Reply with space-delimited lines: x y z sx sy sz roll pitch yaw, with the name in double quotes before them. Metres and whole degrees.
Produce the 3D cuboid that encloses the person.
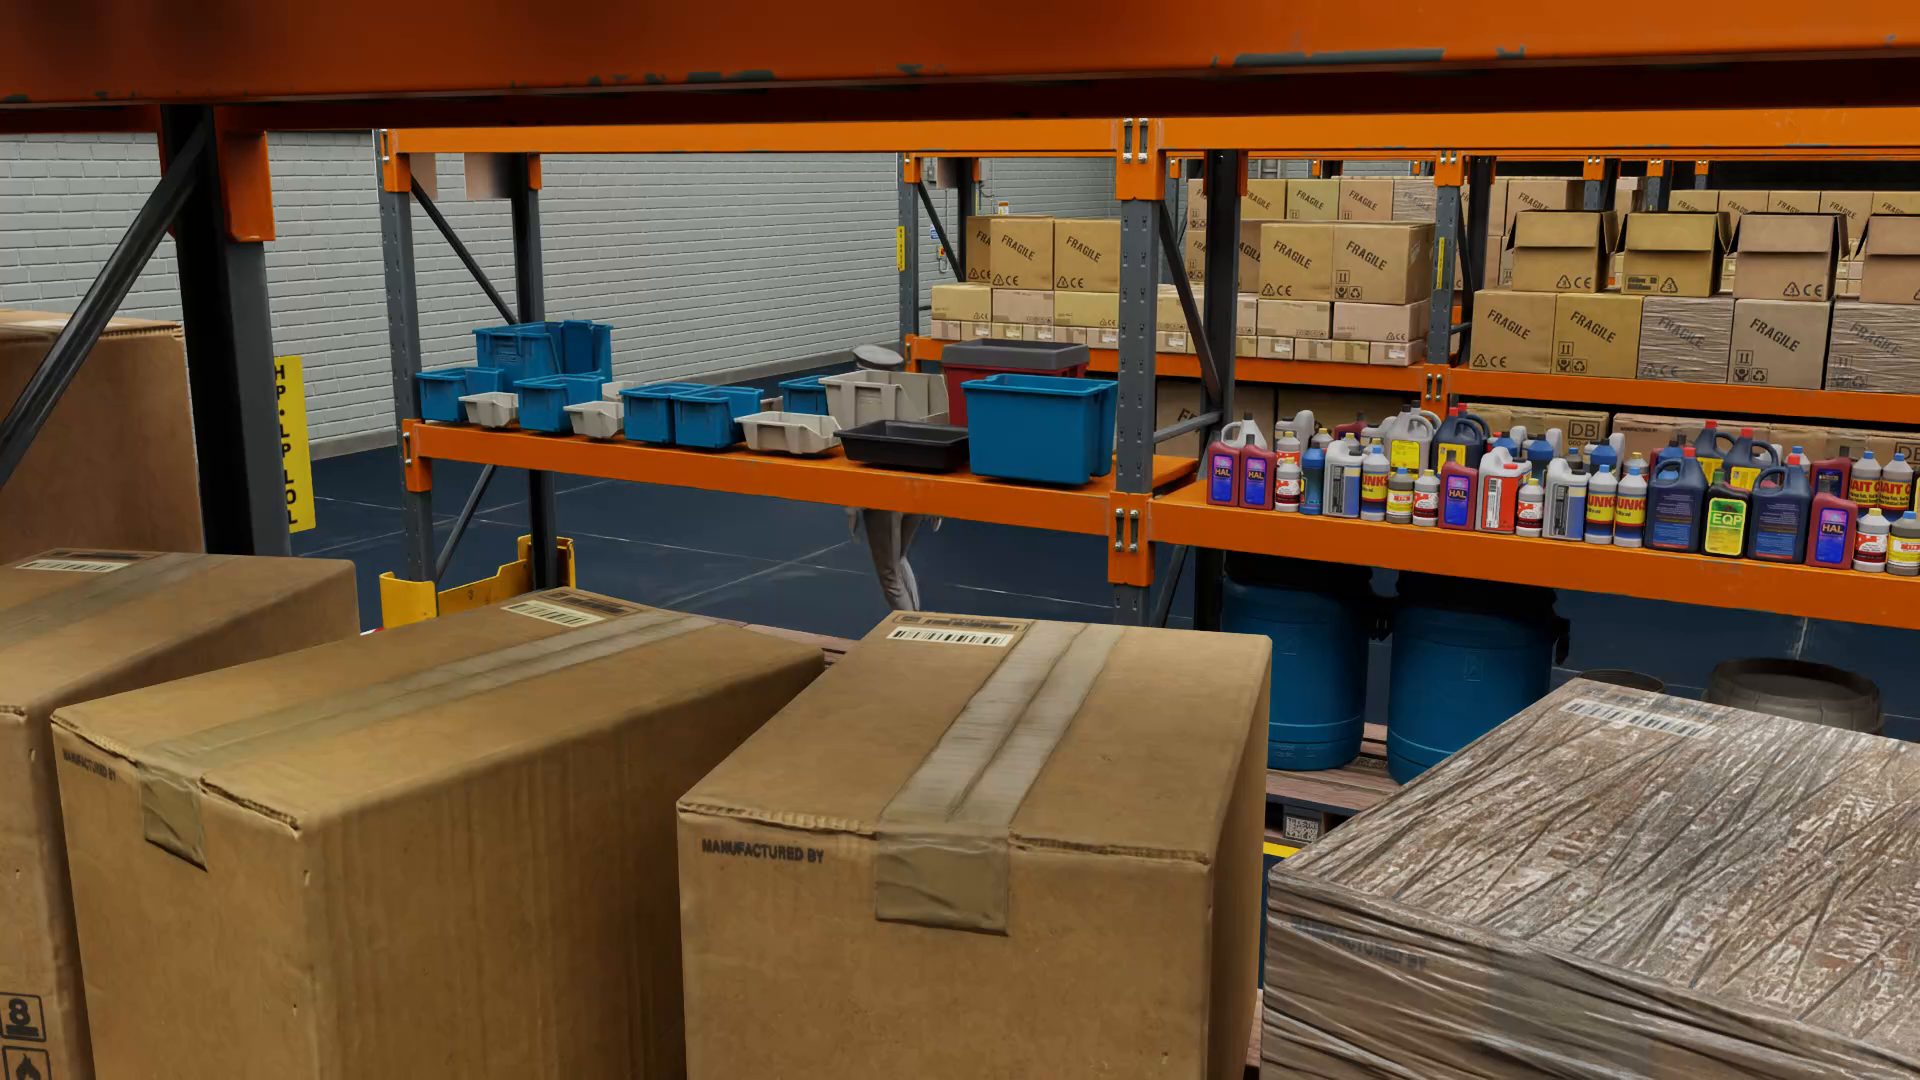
"person" -0.370 -0.171 8.616 0.509 1.662 0.483 -9 15 -34
